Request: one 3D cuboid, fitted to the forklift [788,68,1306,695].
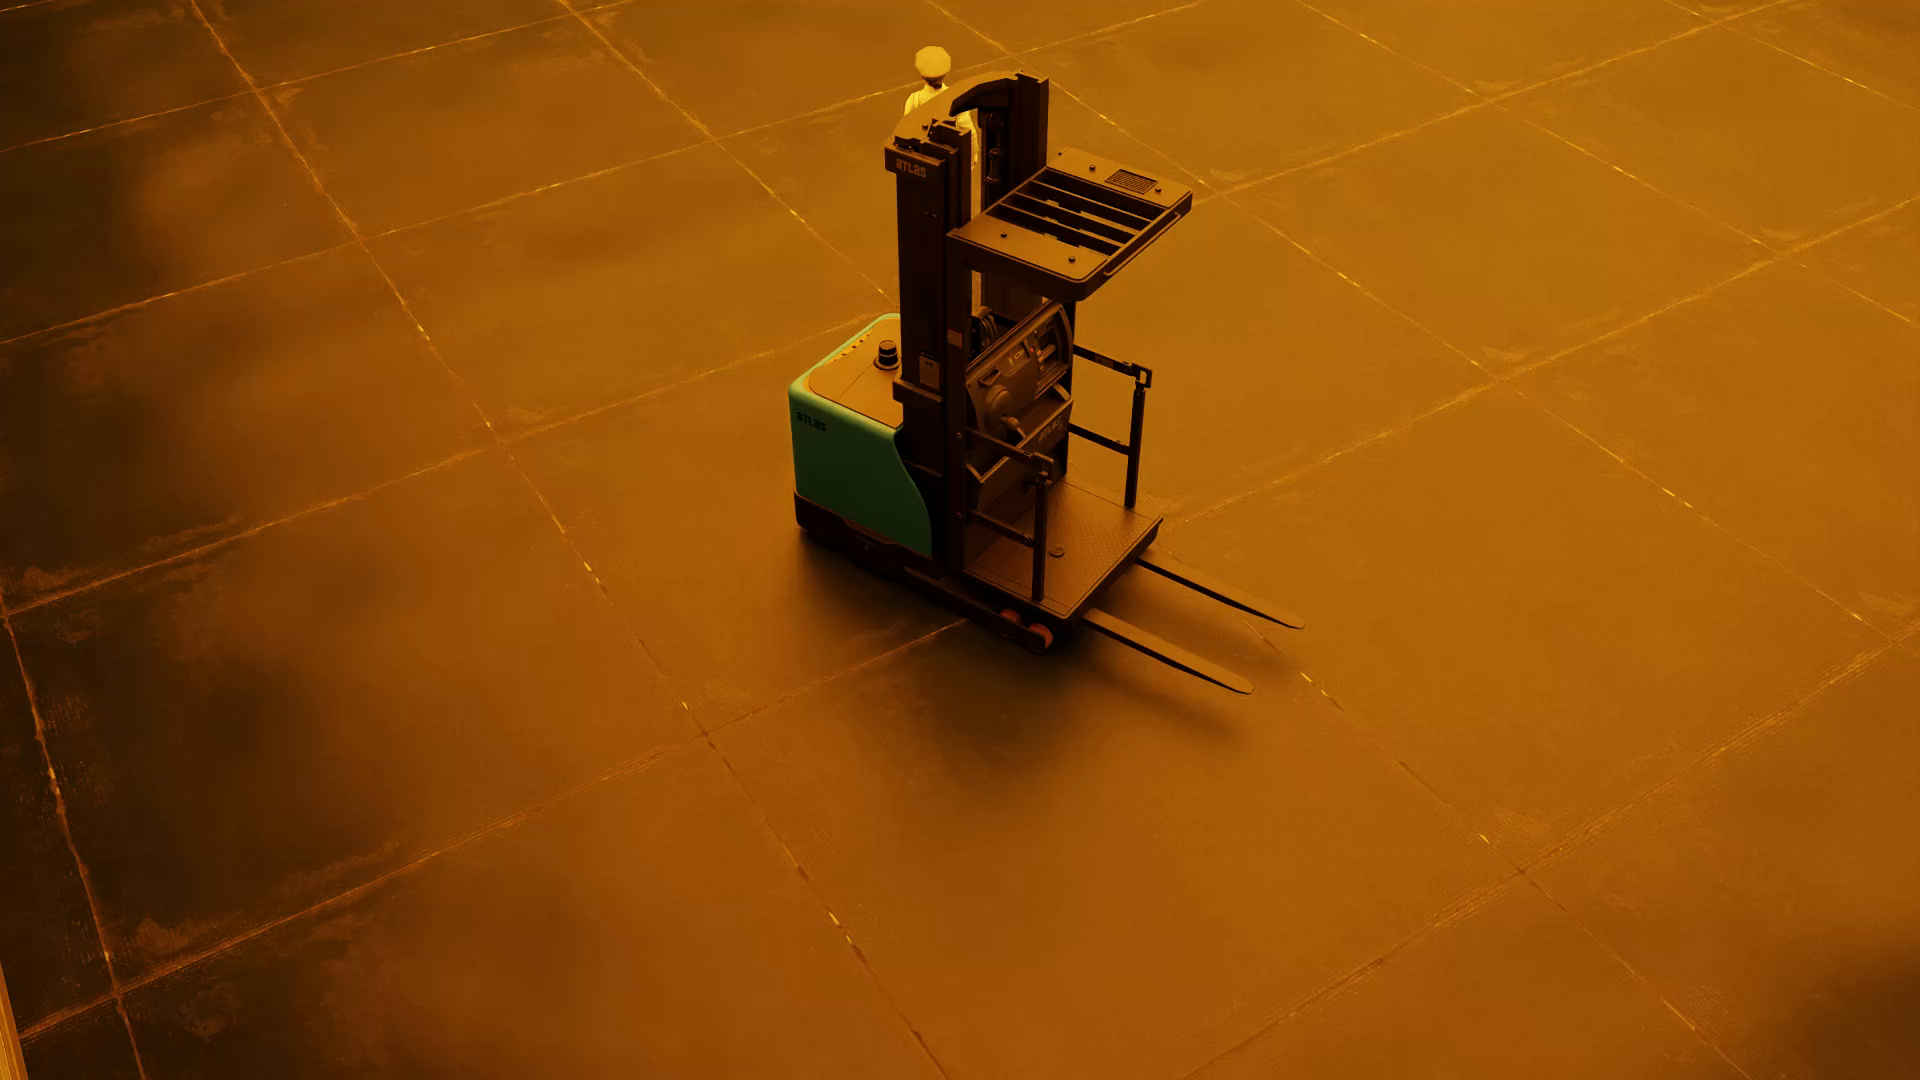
[{"bbox_3d":[0.496,-0.872,8.869,3.031,2.935,1.130,25,47,26],"label":"forklift"}]

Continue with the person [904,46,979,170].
[{"bbox_3d":[-0.150,-2.782,11.984,0.586,1.694,0.531,-1,41,-1],"label":"person"}]
